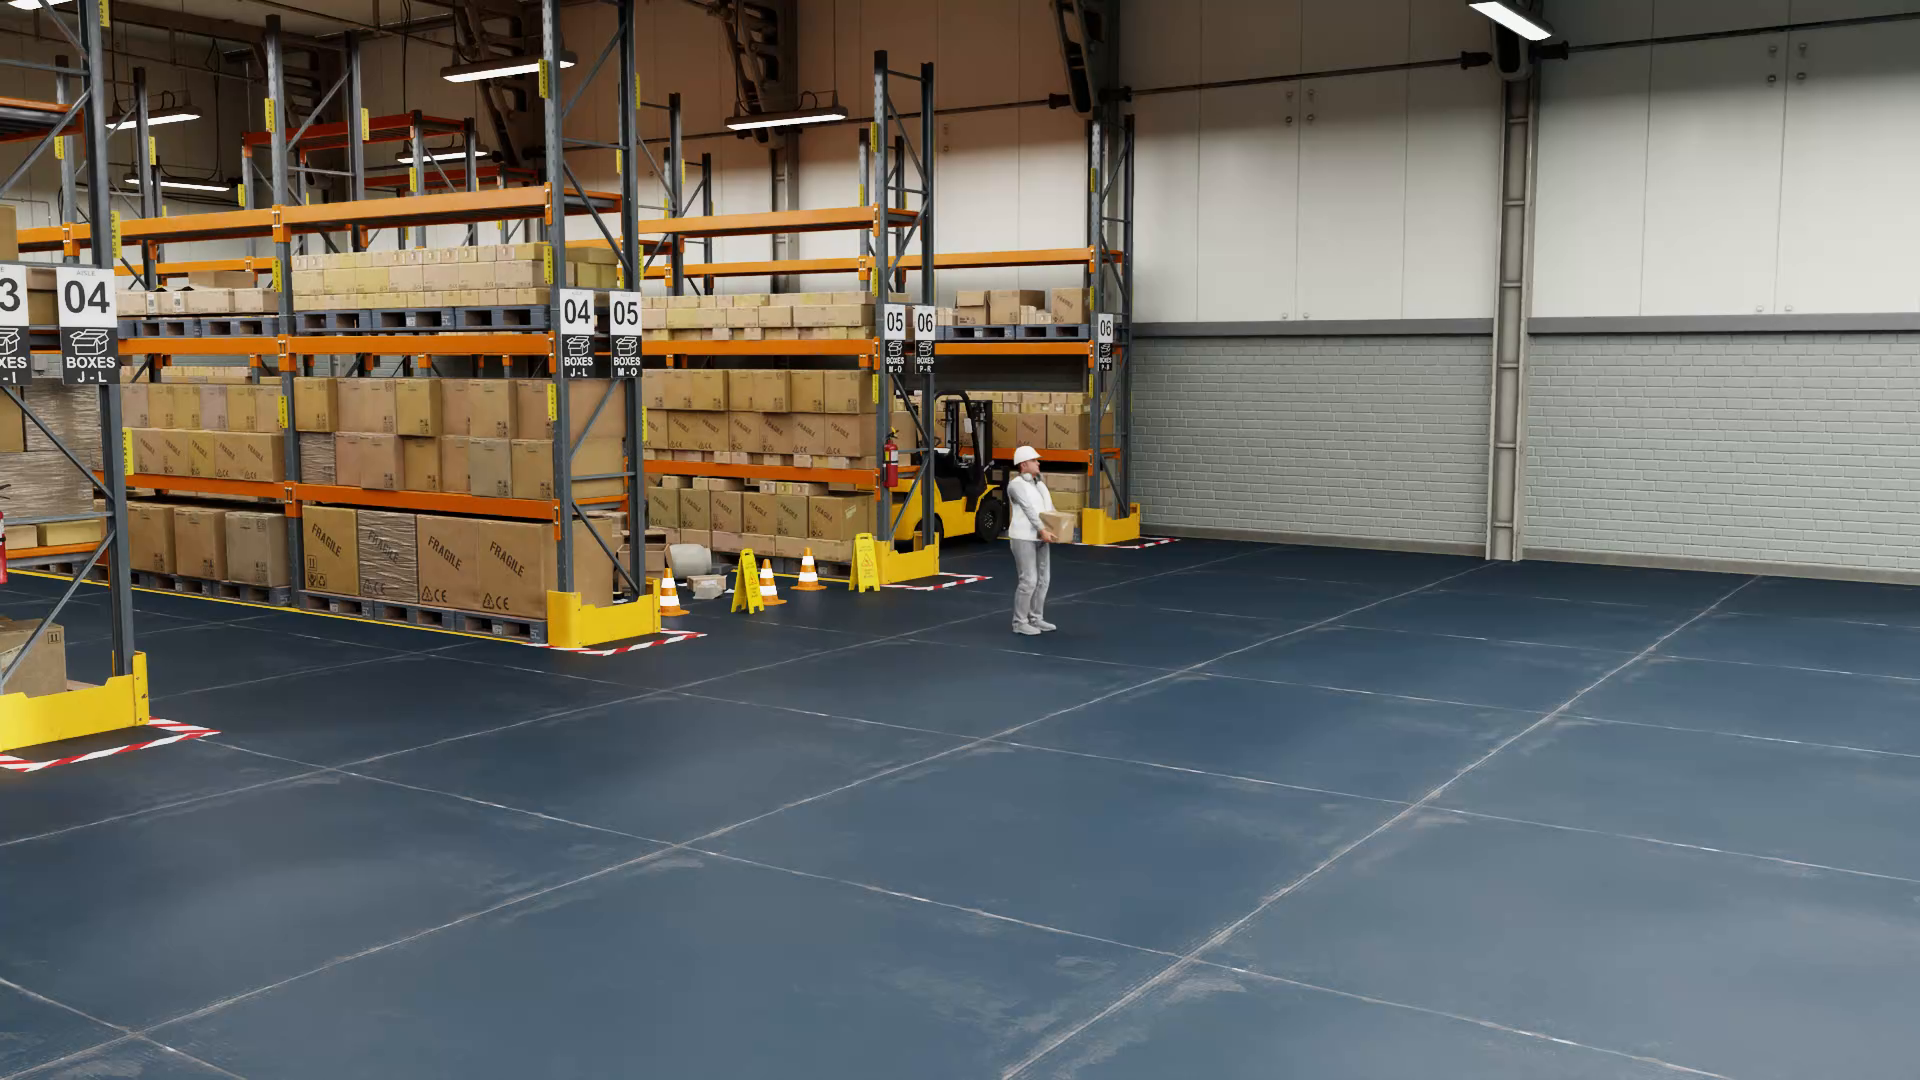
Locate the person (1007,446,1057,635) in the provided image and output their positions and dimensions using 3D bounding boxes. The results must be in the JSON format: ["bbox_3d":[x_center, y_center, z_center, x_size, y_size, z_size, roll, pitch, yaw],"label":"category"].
[{"bbox_3d":[0.754,0.000,15.692,0.562,1.762,0.494,4,8,34],"label":"person"}]
